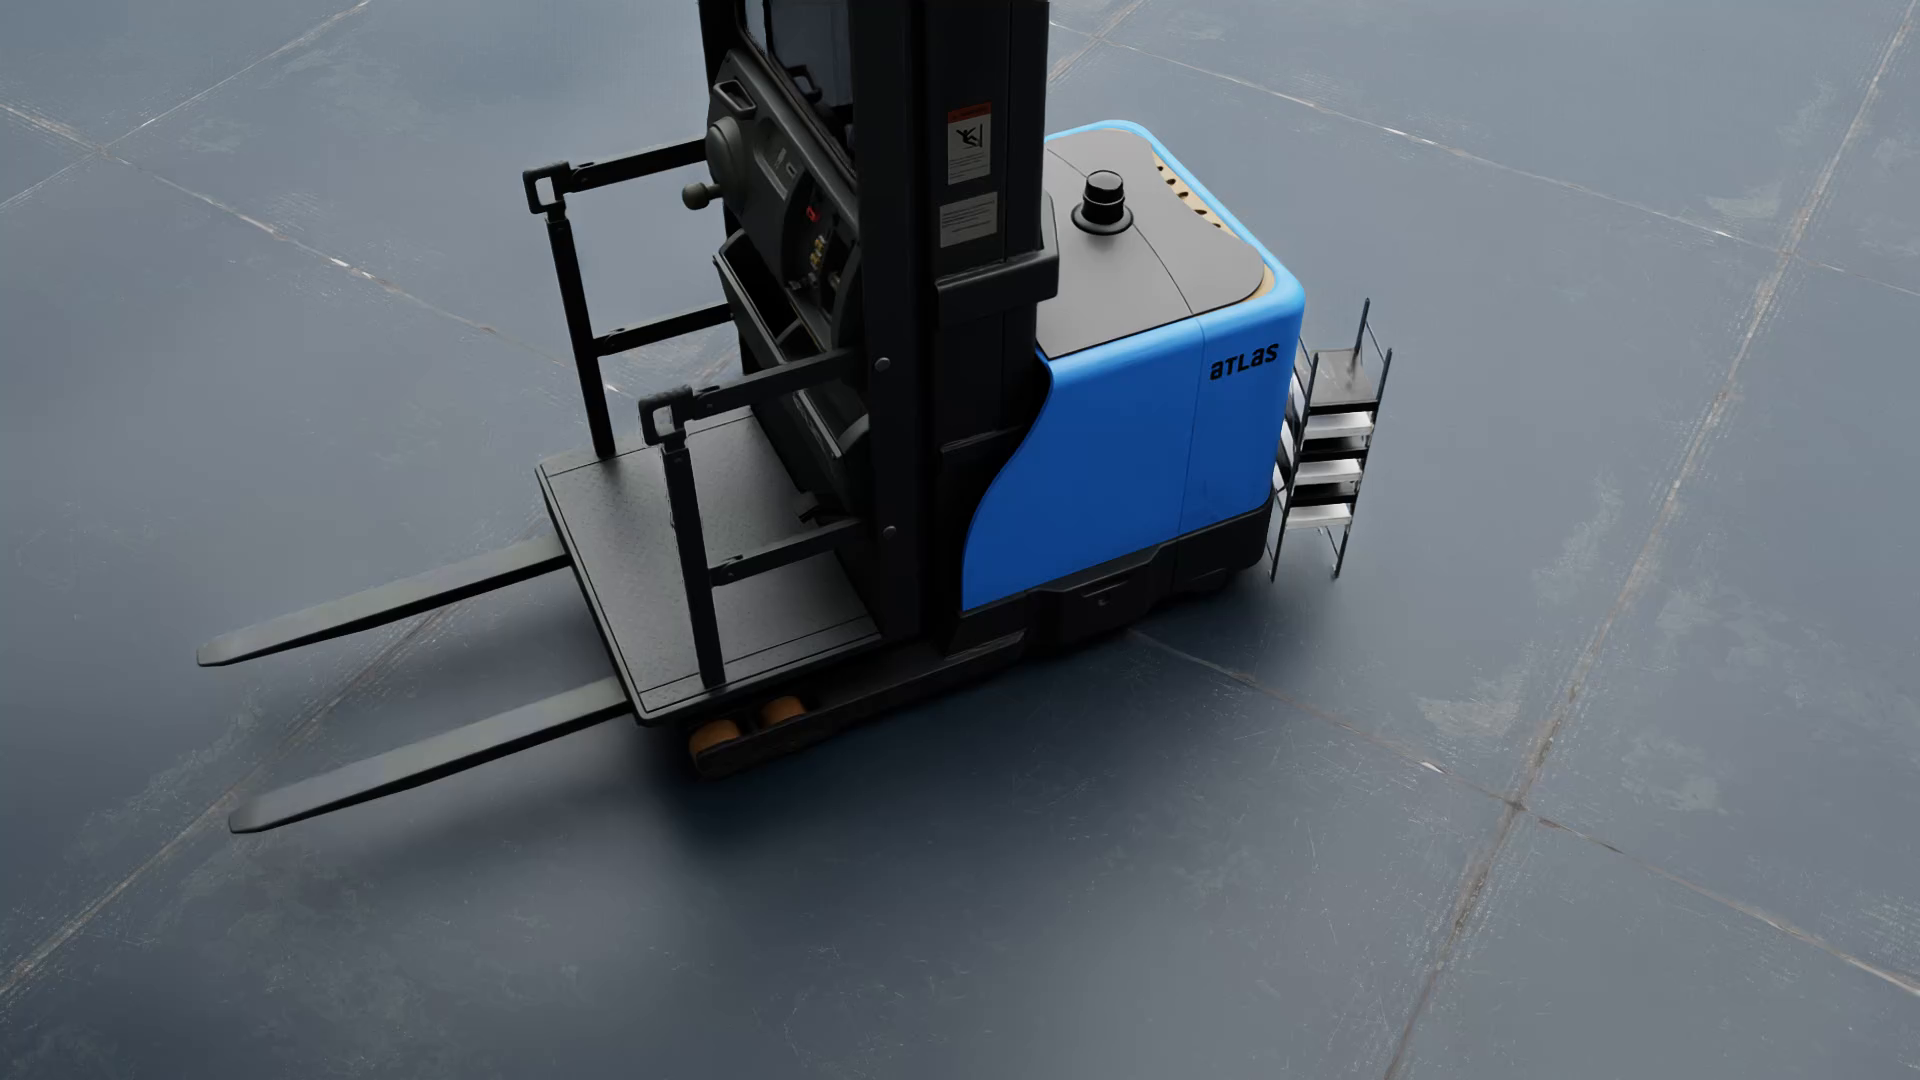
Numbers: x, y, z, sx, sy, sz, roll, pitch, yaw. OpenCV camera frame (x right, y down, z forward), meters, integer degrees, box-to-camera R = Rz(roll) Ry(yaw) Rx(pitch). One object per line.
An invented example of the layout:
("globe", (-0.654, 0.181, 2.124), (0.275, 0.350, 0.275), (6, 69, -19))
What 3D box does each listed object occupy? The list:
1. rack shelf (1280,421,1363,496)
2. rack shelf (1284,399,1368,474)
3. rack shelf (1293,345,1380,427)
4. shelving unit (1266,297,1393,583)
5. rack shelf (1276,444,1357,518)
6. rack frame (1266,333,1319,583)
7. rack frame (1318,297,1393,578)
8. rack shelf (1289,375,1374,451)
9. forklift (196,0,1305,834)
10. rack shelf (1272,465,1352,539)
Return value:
("rack shelf", (1.053, -0.251, 4.916), (0.200, 0.077, 0.258), (-5, 46, -4))
("rack shelf", (1.053, -0.314, 4.851), (0.200, 0.077, 0.258), (-5, 46, -4))
("rack shelf", (1.053, -0.439, 4.722), (0.200, 0.077, 0.258), (-5, 46, -4))
("shelving unit", (1.053, -0.274, 4.892), (0.210, 0.900, 0.258), (-5, 46, -4))
("rack shelf", (1.053, -0.188, 4.980), (0.200, 0.077, 0.258), (-5, 46, -4))
("rack frame", (0.952, -0.266, 4.884), (0.006, 0.900, 0.240), (-5, 46, -4))
("rack frame", (1.154, -0.282, 4.900), (0.006, 0.900, 0.240), (-5, 46, -4))
("rack shelf", (1.053, -0.376, 4.787), (0.200, 0.077, 0.258), (-5, 46, -4))
("forklift", (-0.620, -0.799, 3.986), (3.031, 2.935, 1.130), (-19, 49, -17))
("rack shelf", (1.053, -0.125, 5.045), (0.200, 0.077, 0.258), (-5, 46, -4))
